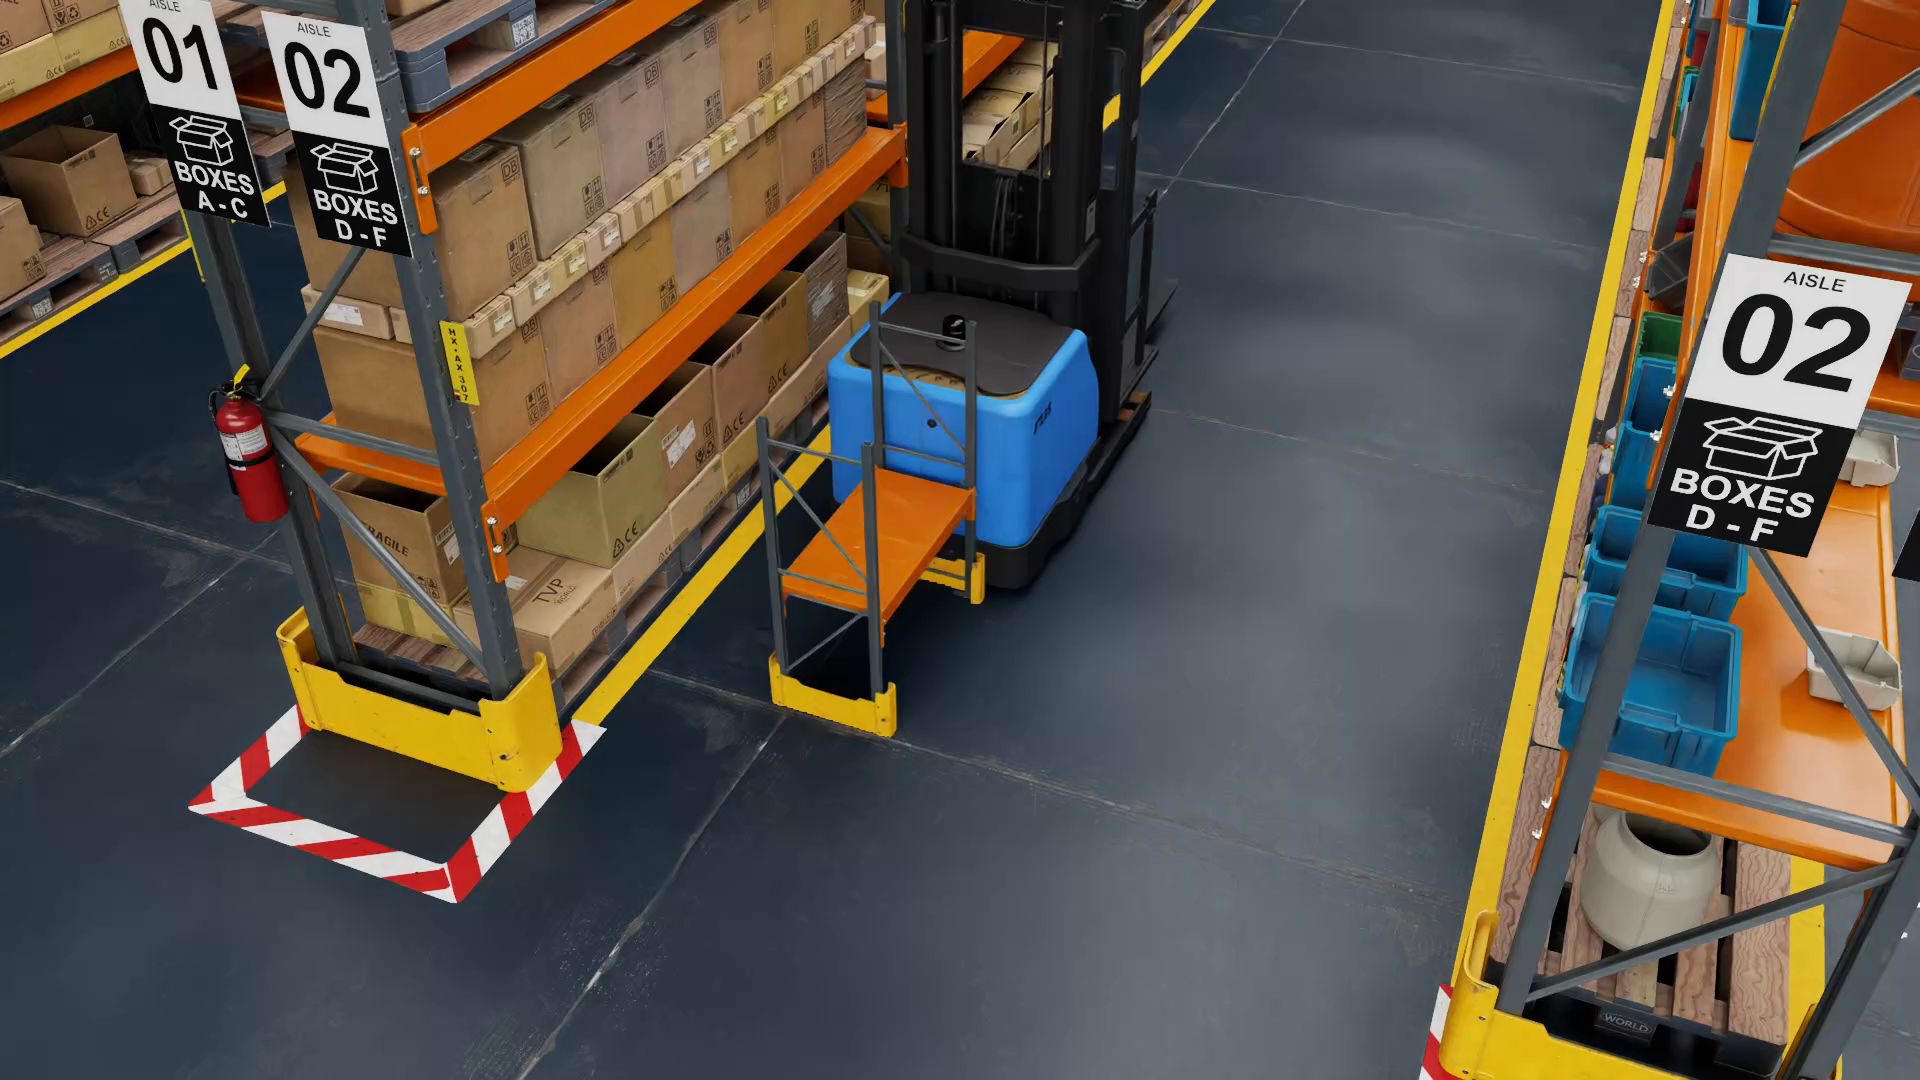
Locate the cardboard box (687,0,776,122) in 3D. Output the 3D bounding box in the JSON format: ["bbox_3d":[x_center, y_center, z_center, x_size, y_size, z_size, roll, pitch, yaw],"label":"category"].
[{"bbox_3d":[-1.307,-2.346,7.817,0.700,0.500,0.500,14,39,18],"label":"cardboard box"}]

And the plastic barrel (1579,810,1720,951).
[{"bbox_3d":[2.475,1.201,5.966,0.421,0.512,0.421,0,37,0],"label":"plastic barrel"}]

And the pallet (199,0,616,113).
[{"bbox_3d":[-1.991,-1.927,5.993,1.003,0.211,1.213,14,39,18],"label":"pallet"}]

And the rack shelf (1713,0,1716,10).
[{"bbox_3d":[4.579,-3.481,8.598,1.077,0.370,4.000,14,39,18],"label":"rack shelf"}]

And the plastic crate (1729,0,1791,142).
[{"bbox_3d":[2.743,-1.565,5.447,0.392,0.384,0.575,14,39,18],"label":"plastic crate"}]

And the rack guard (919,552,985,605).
[{"bbox_3d":[-0.161,0.122,7.980,0.587,0.250,0.087,14,39,18],"label":"rack guard"}]

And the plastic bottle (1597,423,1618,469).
[{"bbox_3d":[3.291,-0.467,8.382,0.097,0.271,0.097,0,37,0],"label":"plastic bottle"}]

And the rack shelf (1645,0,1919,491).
[{"bbox_3d":[3.057,-1.266,5.635,1.077,0.370,4.000,14,39,18],"label":"rack shelf"}]

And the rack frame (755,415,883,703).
[{"bbox_3d":[-0.562,0.180,6.859,0.500,1.500,0.032,14,39,18],"label":"rack frame"}]

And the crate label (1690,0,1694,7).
[{"bbox_3d":[4.833,-3.460,10.615,0.303,0.233,0.416,14,39,18],"label":"crate label"}]

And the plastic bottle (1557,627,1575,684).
[{"bbox_3d":[2.617,0.481,7.104,0.061,0.283,0.133,15,39,19],"label":"plastic bottle"}]

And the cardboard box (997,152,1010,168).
[{"bbox_3d":[0.011,-2.394,10.995,0.500,0.250,0.500,13,39,16],"label":"cardboard box"}]

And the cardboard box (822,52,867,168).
[{"bbox_3d":[-0.925,-2.383,8.951,0.700,0.500,0.500,13,39,17],"label":"cardboard box"}]

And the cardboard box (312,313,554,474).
[{"bbox_3d":[-2.094,-0.671,6.661,0.700,0.500,0.500,14,39,18],"label":"cardboard box"}]

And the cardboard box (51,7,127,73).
[{"bbox_3d":[-5.441,-3.059,10.048,0.500,0.250,0.500,14,39,18],"label":"cardboard box"}]

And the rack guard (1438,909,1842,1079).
[{"bbox_3d":[2.281,1.703,5.655,1.175,0.500,0.348,14,39,18],"label":"rack guard"}]

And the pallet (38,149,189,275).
[{"bbox_3d":[-5.567,-2.220,11.145,1.003,0.211,1.213,14,39,18],"label":"pallet"}]

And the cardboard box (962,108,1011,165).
[{"bbox_3d":[0.017,-2.617,10.824,0.500,0.311,0.500,13,39,16],"label":"cardboard box"}]

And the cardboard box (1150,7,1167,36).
[{"bbox_3d":[1.392,-4.458,13.531,0.500,0.500,0.500,12,39,16],"label":"cardboard box"}]

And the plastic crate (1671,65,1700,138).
[{"bbox_3d":[4.219,-2.404,9.239,0.450,0.188,0.662,14,39,18],"label":"plastic crate"}]

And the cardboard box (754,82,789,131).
[{"bbox_3d":[-1.056,-2.128,8.068,0.380,0.149,0.250,14,39,18],"label":"cardboard box"}]

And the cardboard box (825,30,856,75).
[{"bbox_3d":[-0.763,-2.554,8.638,0.380,0.149,0.250,13,39,17],"label":"cardboard box"}]

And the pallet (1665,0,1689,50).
[{"bbox_3d":[6.529,-4.355,14.001,1.003,0.211,1.213,14,39,18],"label":"pallet"}]

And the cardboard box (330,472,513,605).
[{"bbox_3d":[-2.355,-0.108,7.310,0.500,0.500,0.500,14,39,18],"label":"cardboard box"}]

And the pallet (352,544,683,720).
[{"bbox_3d":[-2.032,0.308,7.763,1.003,0.211,1.213,14,39,18],"label":"pallet"}]

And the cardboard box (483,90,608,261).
[{"bbox_3d":[-1.879,-1.513,6.703,0.700,0.500,0.500,13,39,17],"label":"cardboard box"}]

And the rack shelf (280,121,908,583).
[{"bbox_3d":[-1.523,-1.195,8.046,1.077,0.370,4.000,14,39,18],"label":"rack shelf"}]

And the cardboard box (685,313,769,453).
[{"bbox_3d":[-1.301,-0.819,8.261,0.500,0.500,0.500,14,39,18],"label":"cardboard box"}]

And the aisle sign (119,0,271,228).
[{"bbox_3d":[-2.580,-1.448,5.611,0.394,0.787,0.004,14,39,18],"label":"aisle sign"}]

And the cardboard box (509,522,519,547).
[{"bbox_3d":[-2.174,-0.086,7.908,0.500,0.250,0.500,14,39,18],"label":"cardboard box"}]

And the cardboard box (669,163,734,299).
[{"bbox_3d":[-1.508,-1.529,7.808,0.700,0.500,0.500,15,39,19],"label":"cardboard box"}]

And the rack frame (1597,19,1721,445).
[{"bbox_3d":[3.818,-1.460,7.799,1.000,3.000,0.127,14,39,18],"label":"rack frame"}]

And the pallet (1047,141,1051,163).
[{"bbox_3d":[0.411,-3.241,12.512,1.003,0.211,1.213,14,39,18],"label":"pallet"}]

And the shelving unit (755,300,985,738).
[{"bbox_3d":[-0.358,-0.105,7.239,0.587,1.500,1.083,14,39,18],"label":"shelving unit"}]

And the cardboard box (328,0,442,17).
[{"bbox_3d":[-2.061,-2.160,5.677,0.797,0.503,0.637,17,40,21],"label":"cardboard box"}]

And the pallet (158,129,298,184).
[{"bbox_3d":[-5.049,-3.031,12.231,1.003,0.211,1.213,14,39,18],"label":"pallet"}]

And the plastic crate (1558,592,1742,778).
[{"bbox_3d":[2.209,0.469,5.343,0.499,0.251,0.616,14,39,18],"label":"plastic crate"}]

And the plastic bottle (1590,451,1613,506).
[{"bbox_3d":[3.193,-0.283,8.133,0.152,0.276,0.135,15,39,19],"label":"plastic bottle"}]

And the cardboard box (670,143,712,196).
[{"bbox_3d":[-1.350,-1.695,7.488,0.380,0.149,0.250,14,39,18],"label":"cardboard box"}]

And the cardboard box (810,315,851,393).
[{"bbox_3d":[-0.935,-1.076,9.232,0.500,0.250,0.500,14,39,18],"label":"cardboard box"}]

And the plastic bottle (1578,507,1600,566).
[{"bbox_3d":[2.954,-0.009,7.760,0.061,0.283,0.133,16,40,20],"label":"plastic bottle"}]

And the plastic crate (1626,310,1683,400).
[{"bbox_3d":[3.040,-0.688,6.943,0.450,0.188,0.662,14,39,18],"label":"plastic crate"}]

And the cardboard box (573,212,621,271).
[{"bbox_3d":[-1.643,-1.268,6.917,0.380,0.149,0.250,13,39,17],"label":"cardboard box"}]

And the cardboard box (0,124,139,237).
[{"bbox_3d":[-5.702,-2.308,10.654,0.500,0.500,0.500,11,38,14],"label":"cardboard box"}]

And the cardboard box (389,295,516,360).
[{"bbox_3d":[-1.935,-0.844,6.350,0.380,0.149,0.250,14,39,17],"label":"cardboard box"}]

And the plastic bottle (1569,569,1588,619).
[{"bbox_3d":[2.822,0.220,7.397,0.144,0.351,0.185,15,39,20],"label":"plastic bottle"}]

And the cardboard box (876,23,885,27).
[{"bbox_3d":[-0.597,-3.065,10.059,0.396,0.266,0.258,13,39,17],"label":"cardboard box"}]

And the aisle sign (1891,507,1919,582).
[{"bbox_3d":[2.539,-0.180,3.915,0.394,0.787,0.004,14,39,18],"label":"aisle sign"}]

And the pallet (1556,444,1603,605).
[{"bbox_3d":[3.523,0.019,8.149,1.003,0.211,1.213,14,39,18],"label":"pallet"}]

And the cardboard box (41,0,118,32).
[{"bbox_3d":[-5.423,-3.355,9.817,0.500,0.500,0.500,14,39,17],"label":"cardboard box"}]

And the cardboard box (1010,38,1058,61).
[{"bbox_3d":[0.597,-3.461,11.954,0.500,0.311,0.500,13,39,17],"label":"cardboard box"}]

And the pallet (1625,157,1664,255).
[{"bbox_3d":[5.009,-2.138,11.035,1.003,0.211,1.213,14,39,18],"label":"pallet"}]

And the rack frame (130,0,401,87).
[{"bbox_3d":[-2.284,-2.779,4.553,1.000,3.000,0.127,14,39,18],"label":"rack frame"}]

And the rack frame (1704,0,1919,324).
[{"bbox_3d":[2.296,-1.648,3.040,1.000,3.000,0.127,14,39,18],"label":"rack frame"}]

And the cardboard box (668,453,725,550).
[{"bbox_3d":[-1.496,-0.243,8.117,0.500,0.250,0.500,14,39,18],"label":"cardboard box"}]

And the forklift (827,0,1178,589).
[{"bbox_3d":[0.415,-1.820,8.338,1.130,2.935,3.031,14,39,18],"label":"forklift"}]
